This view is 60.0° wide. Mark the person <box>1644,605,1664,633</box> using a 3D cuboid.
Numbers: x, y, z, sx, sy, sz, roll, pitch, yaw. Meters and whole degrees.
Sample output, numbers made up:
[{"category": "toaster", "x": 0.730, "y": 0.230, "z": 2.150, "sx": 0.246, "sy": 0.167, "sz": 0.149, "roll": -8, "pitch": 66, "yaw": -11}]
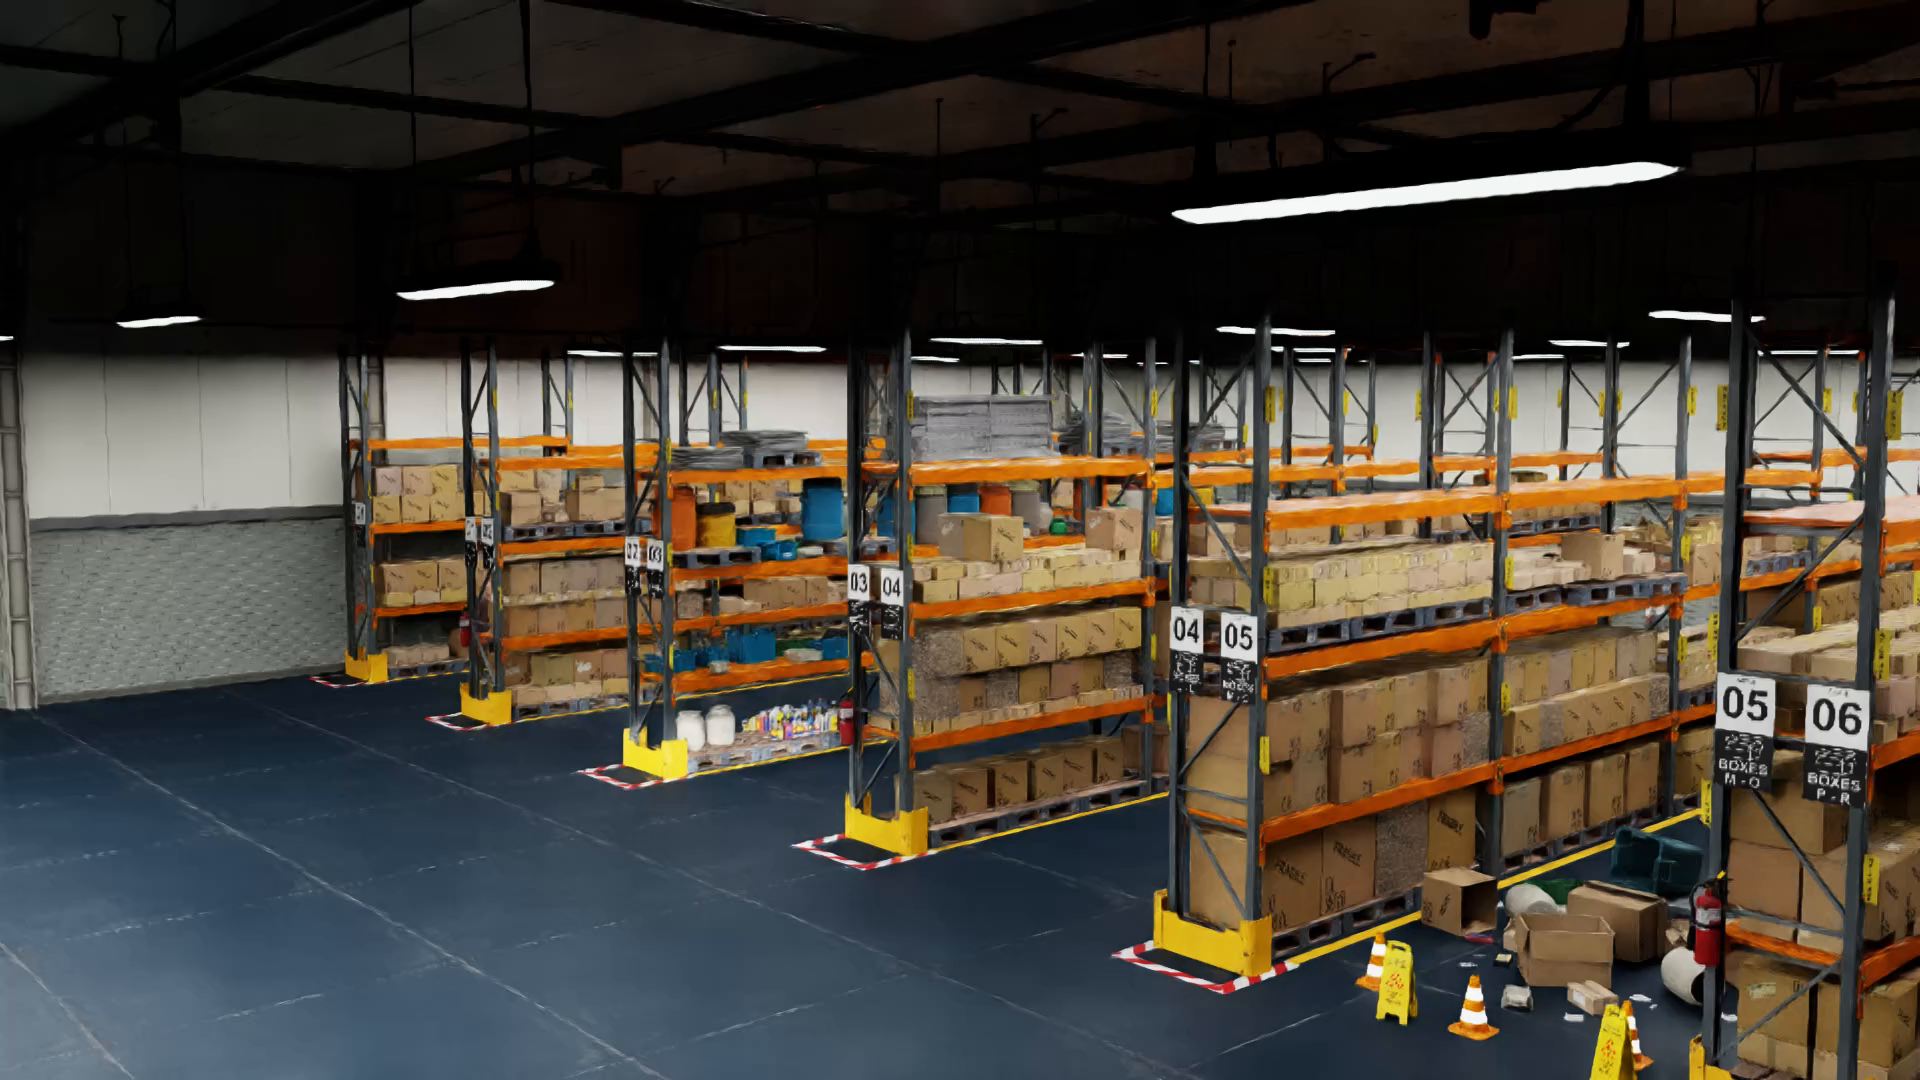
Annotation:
[{"category": "person", "x": 13.377, "y": 1.435, "z": 31.929, "sx": 0.614, "sy": 1.768, "sz": 0.566, "roll": 1, "pitch": 5, "yaw": 16}]

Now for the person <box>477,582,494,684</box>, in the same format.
[{"category": "person", "x": -8.308, "y": 1.630, "z": 29.389, "sx": 0.518, "sy": 1.785, "sz": 0.624, "roll": 2, "pitch": 5, "yaw": 21}]
